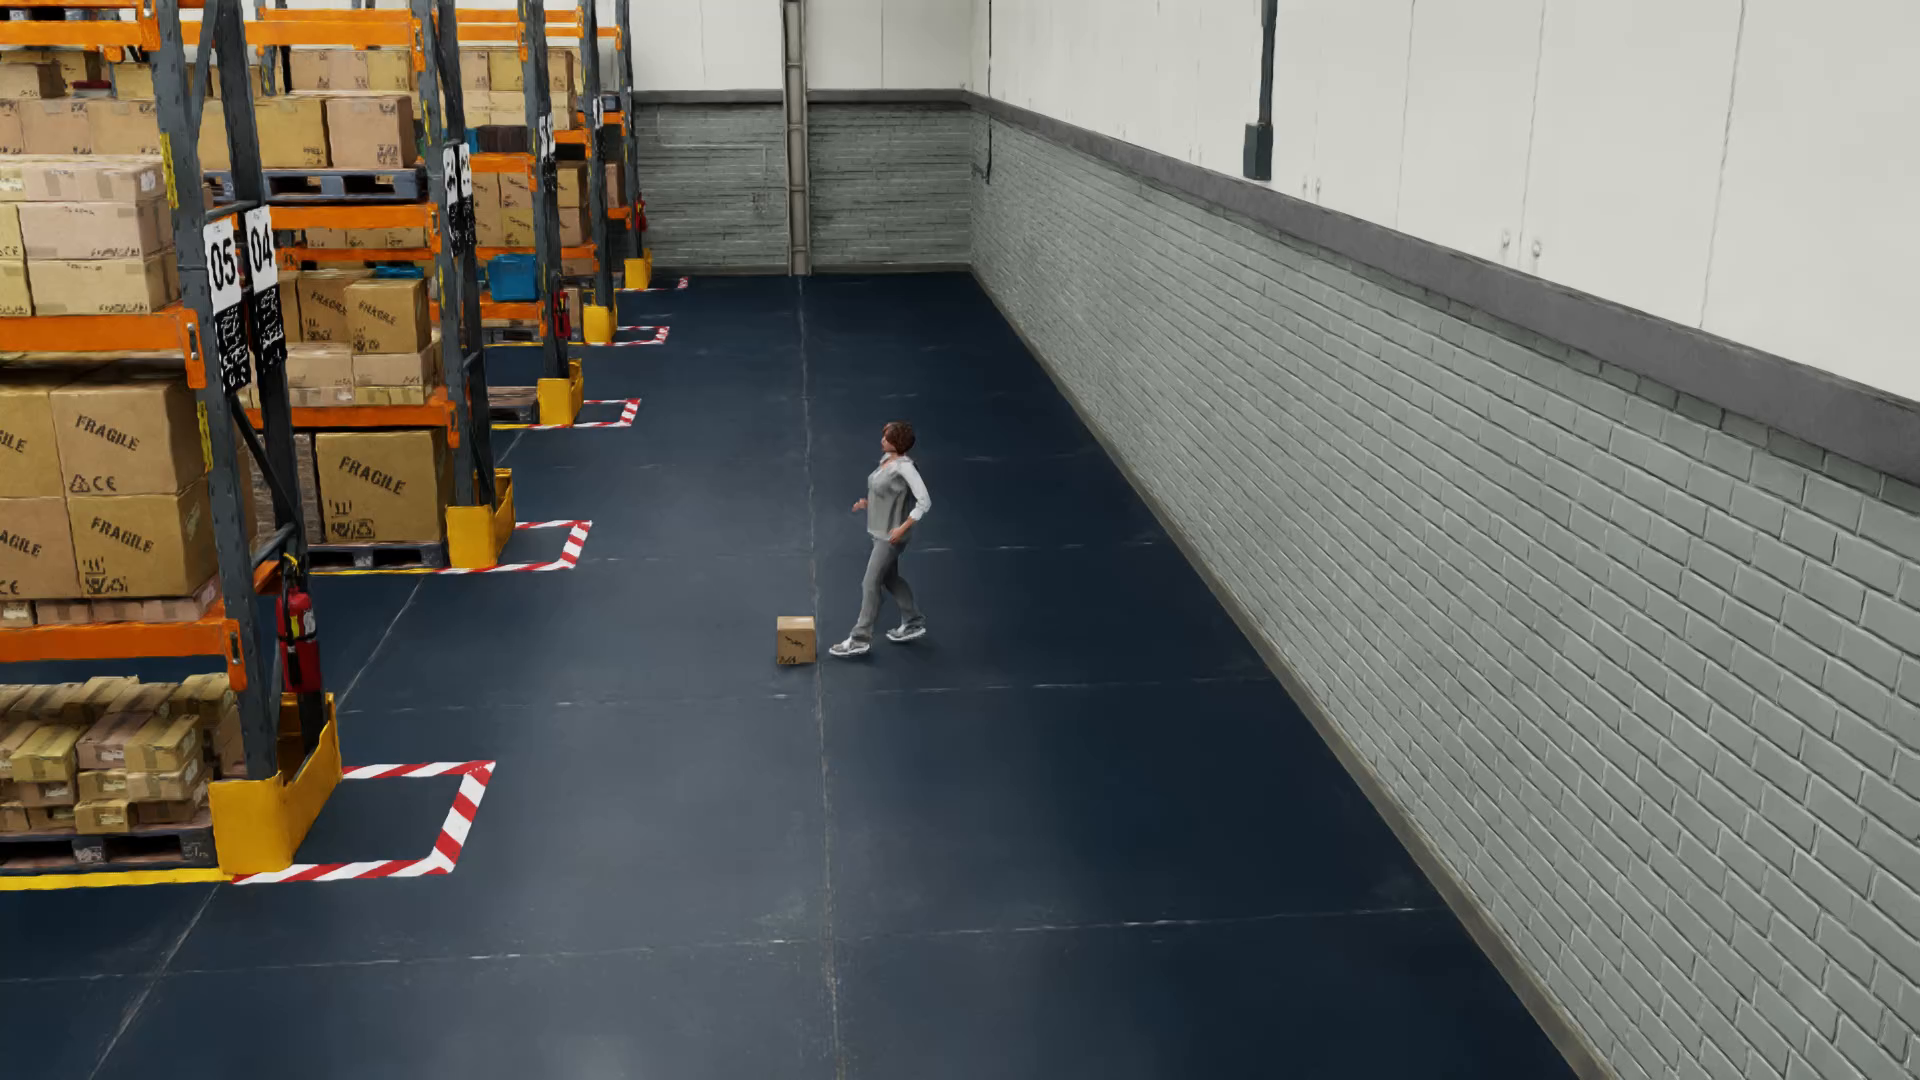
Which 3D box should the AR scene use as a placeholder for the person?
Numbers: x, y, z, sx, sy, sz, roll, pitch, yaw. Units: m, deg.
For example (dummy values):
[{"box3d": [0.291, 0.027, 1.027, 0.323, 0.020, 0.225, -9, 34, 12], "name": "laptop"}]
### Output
[{"box3d": [-0.586, -0.016, 11.077, 0.706, 1.564, 0.585, -6, 18, -18], "name": "person"}]
